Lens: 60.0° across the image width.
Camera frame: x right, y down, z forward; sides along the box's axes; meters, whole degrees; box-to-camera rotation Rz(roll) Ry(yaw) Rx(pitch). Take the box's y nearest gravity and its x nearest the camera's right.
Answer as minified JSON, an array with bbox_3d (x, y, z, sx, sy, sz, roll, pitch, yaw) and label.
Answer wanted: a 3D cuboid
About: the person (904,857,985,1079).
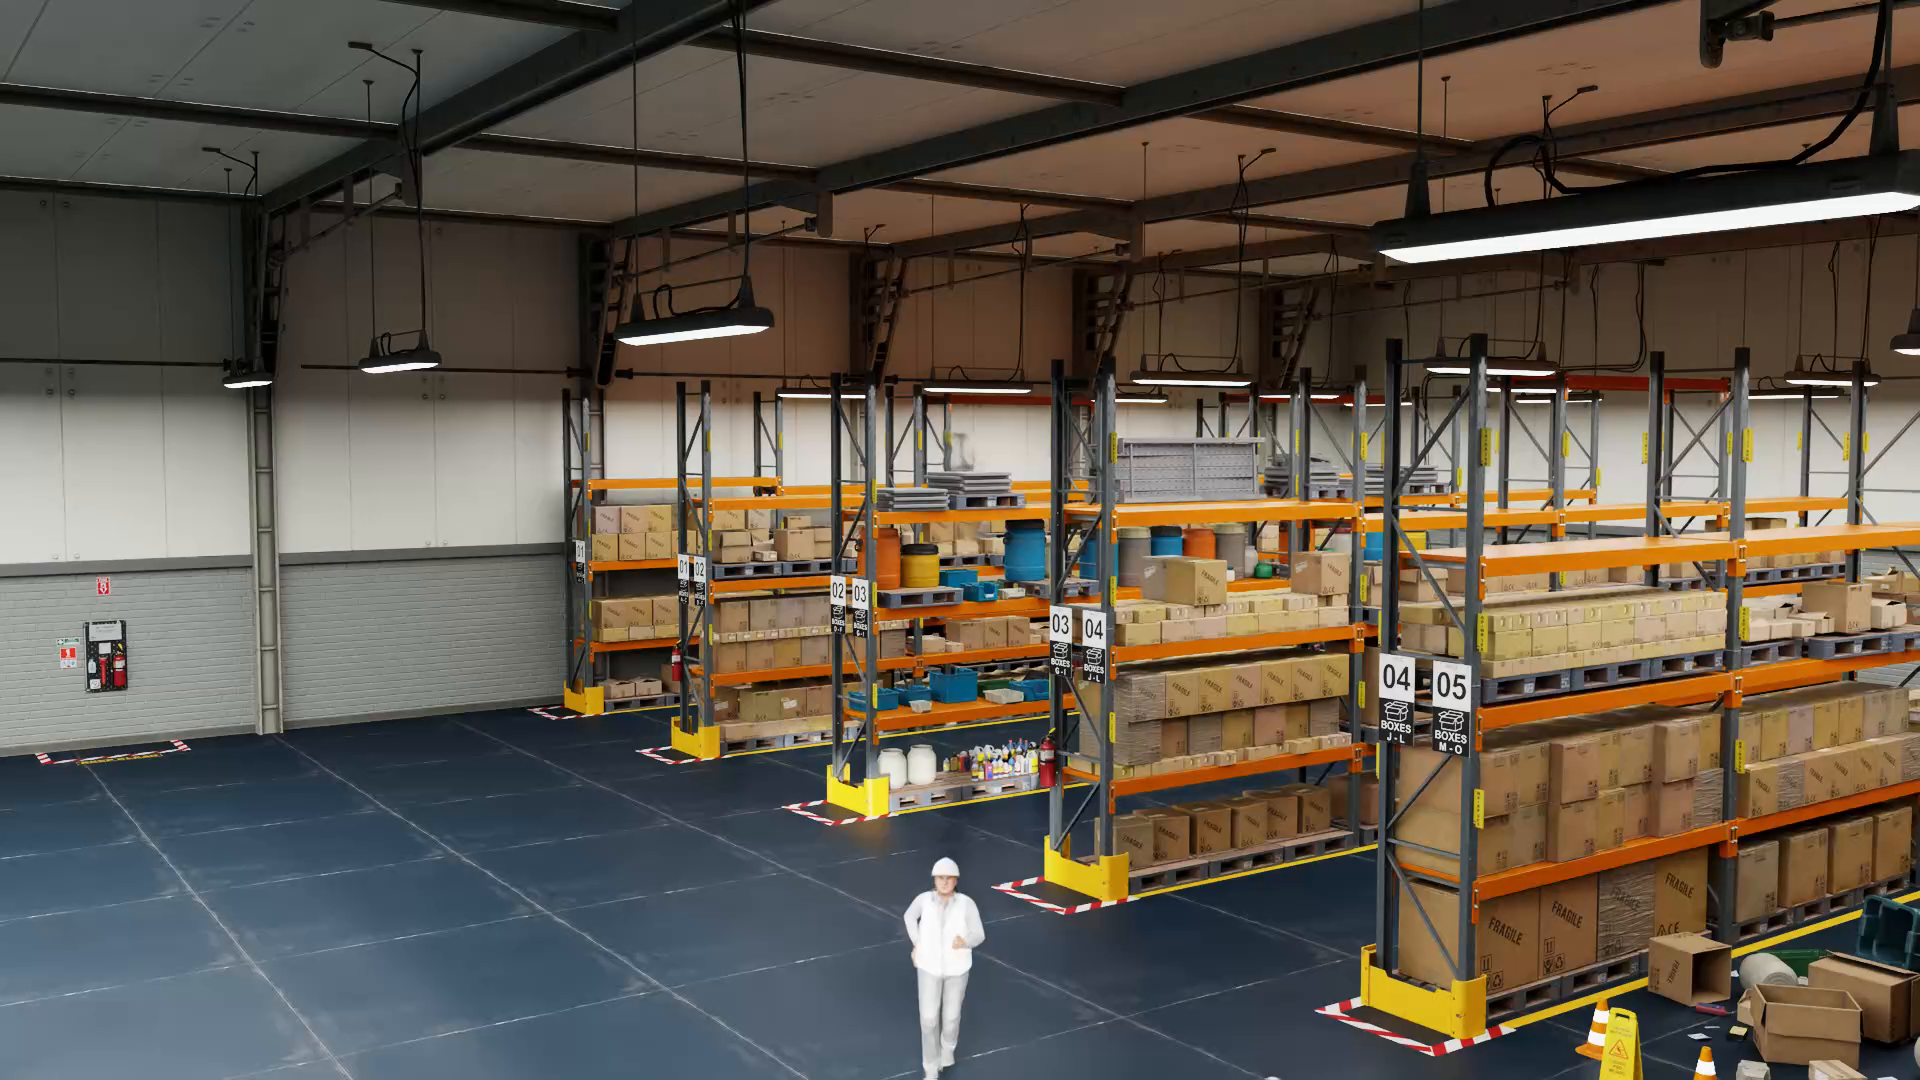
[{"bbox_3d":[-0.123,3.434,13.235,0.641,1.837,0.794,0,4,-2],"label":"person"}]
